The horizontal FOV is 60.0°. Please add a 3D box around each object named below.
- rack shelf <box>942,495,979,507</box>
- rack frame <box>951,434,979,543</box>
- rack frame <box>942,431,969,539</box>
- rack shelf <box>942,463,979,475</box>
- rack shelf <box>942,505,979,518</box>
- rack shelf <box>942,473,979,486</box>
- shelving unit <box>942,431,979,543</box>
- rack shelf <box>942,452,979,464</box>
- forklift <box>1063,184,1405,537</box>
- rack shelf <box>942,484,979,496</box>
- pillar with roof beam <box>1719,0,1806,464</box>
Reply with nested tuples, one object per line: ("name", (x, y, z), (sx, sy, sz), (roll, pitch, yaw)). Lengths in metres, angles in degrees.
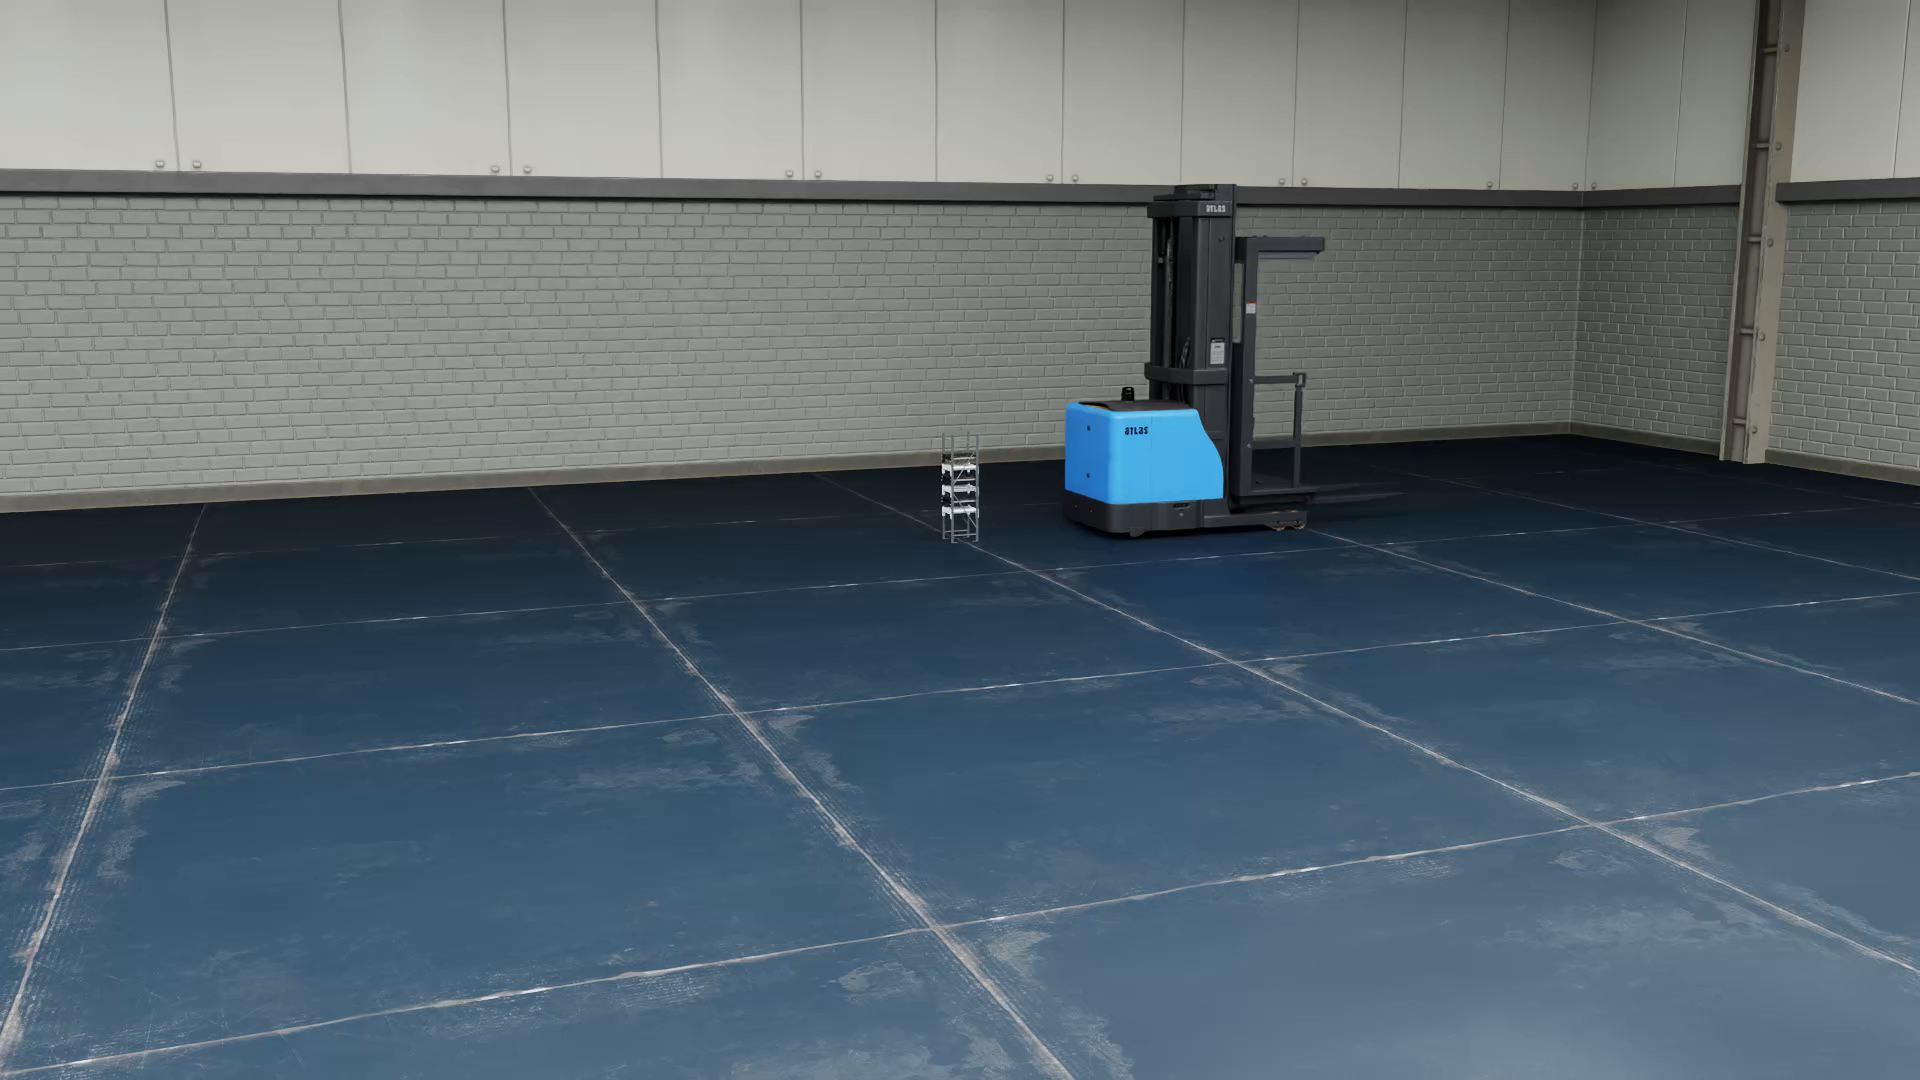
("rack shelf", (0.003, -0.320, 13.855), (0.258, 0.077, 0.200), (-4, 11, -21))
("rack frame", (0.040, -0.425, 13.741), (0.240, 0.900, 0.006), (-4, 11, -21))
("rack frame", (-0.034, -0.458, 13.927), (0.240, 0.900, 0.006), (-4, 11, -21))
("rack shelf", (0.003, -0.586, 13.808), (0.258, 0.077, 0.200), (-4, 11, -21))
("rack shelf", (0.003, -0.232, 13.871), (0.258, 0.077, 0.200), (-4, 11, -21))
("rack shelf", (0.003, -0.498, 13.824), (0.258, 0.077, 0.200), (-4, 11, -21))
("shelving unit", (0.003, -0.442, 13.834), (0.258, 0.900, 0.210), (-4, 11, -21))
("rack shelf", (0.003, -0.675, 13.792), (0.258, 0.077, 0.200), (-4, 11, -21))
("forklift", (2.483, -1.604, 14.568), (3.031, 2.935, 1.130), (-4, 11, -20))
("rack shelf", (0.003, -0.409, 13.840), (0.258, 0.077, 0.200), (-4, 11, -21))
("pillar with roof beam", (4.919, -5.057, 16.656), (9.100, 9.000, 0.400), (-4, 11, -21))
